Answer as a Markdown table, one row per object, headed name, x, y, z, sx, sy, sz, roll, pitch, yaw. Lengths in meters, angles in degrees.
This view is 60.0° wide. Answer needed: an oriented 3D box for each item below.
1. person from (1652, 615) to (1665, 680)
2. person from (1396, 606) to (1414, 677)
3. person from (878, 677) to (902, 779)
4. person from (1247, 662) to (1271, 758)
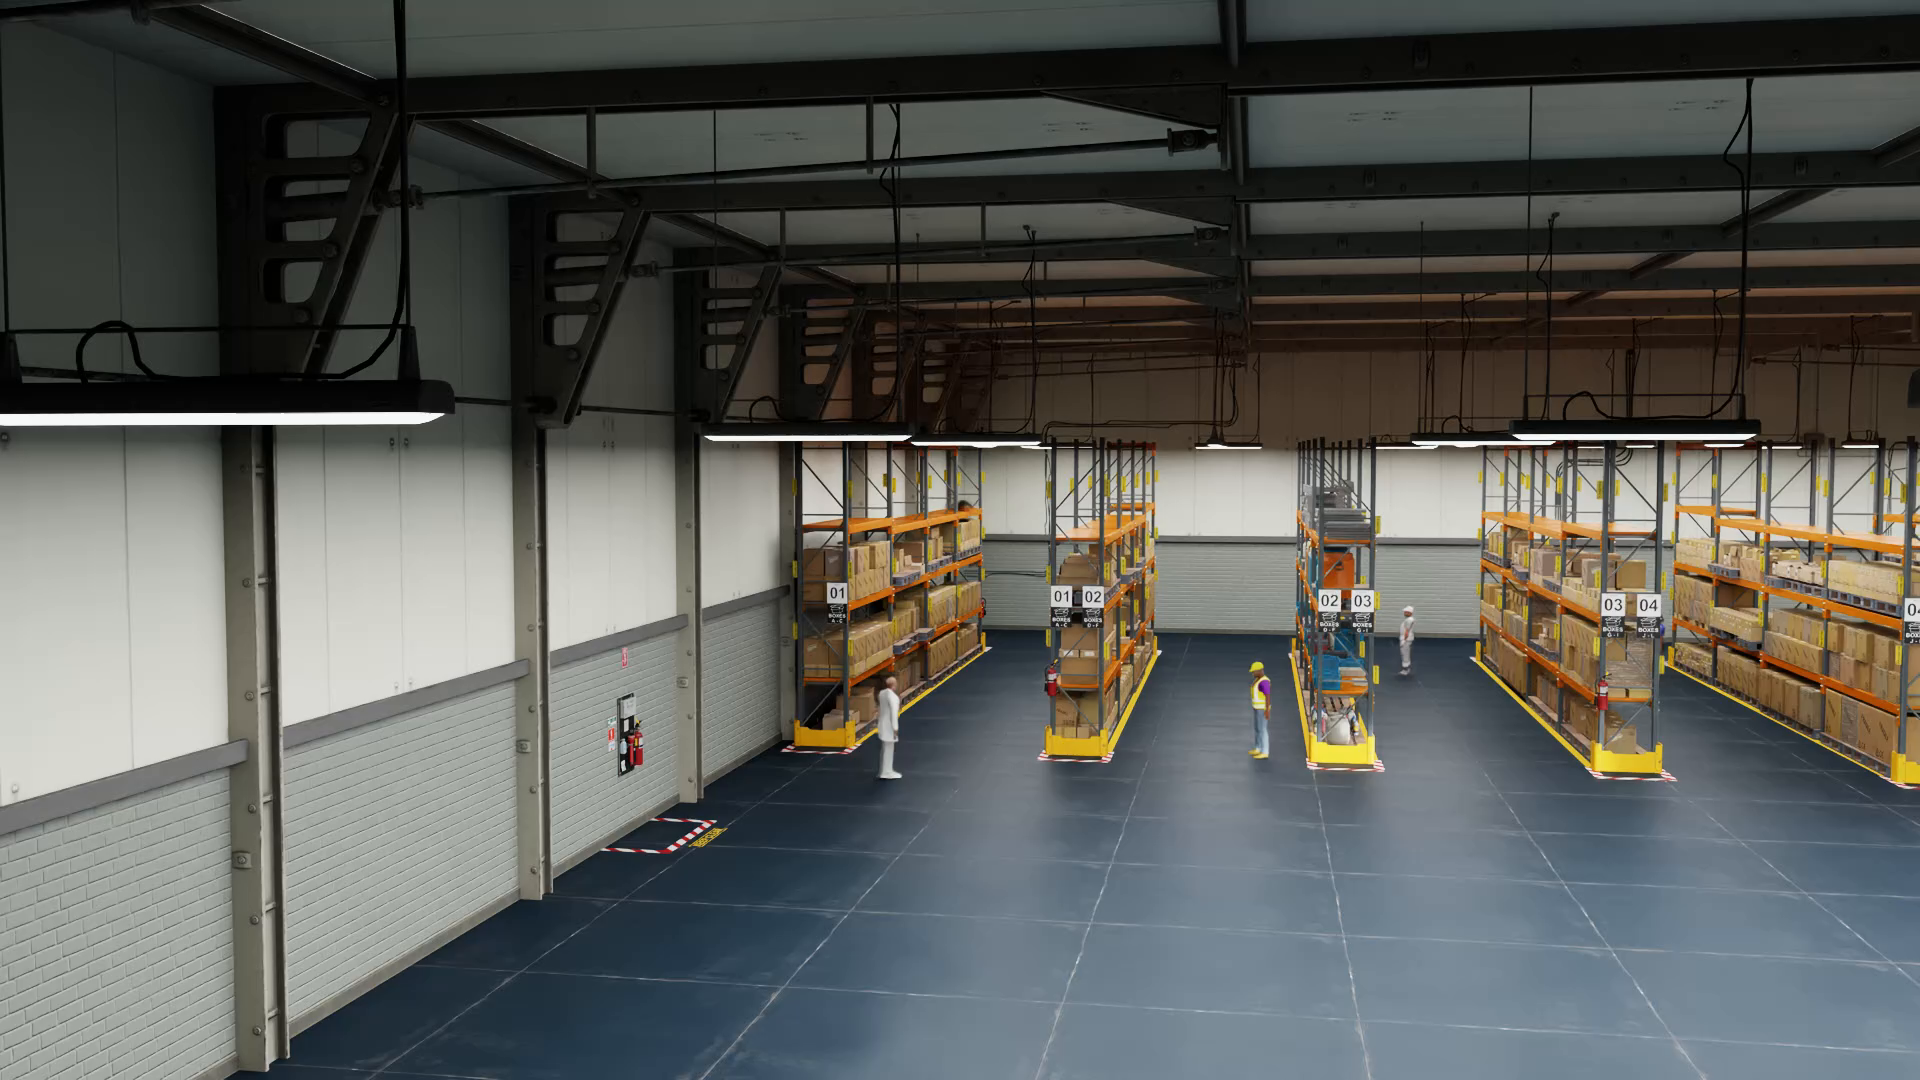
| name | x | y | z | sx | sy | sz | roll | pitch | yaw |
| --- | --- | --- | --- | --- | --- | --- | --- | --- | --- |
| person | 17.530 | 2.693 | 41.882 | 0.520 | 1.665 | 0.452 | -1 | 3 | -25 |
| person | 11.343 | 2.582 | 42.462 | 0.527 | 1.798 | 0.566 | 2 | 4 | 33 |
| person | -1.223 | 3.384 | 29.148 | 0.391 | 1.595 | 0.616 | -2 | 3 | -28 |
| person | 5.626 | 3.176 | 31.256 | 0.398 | 1.764 | 0.653 | 0 | 3 | -3 |
